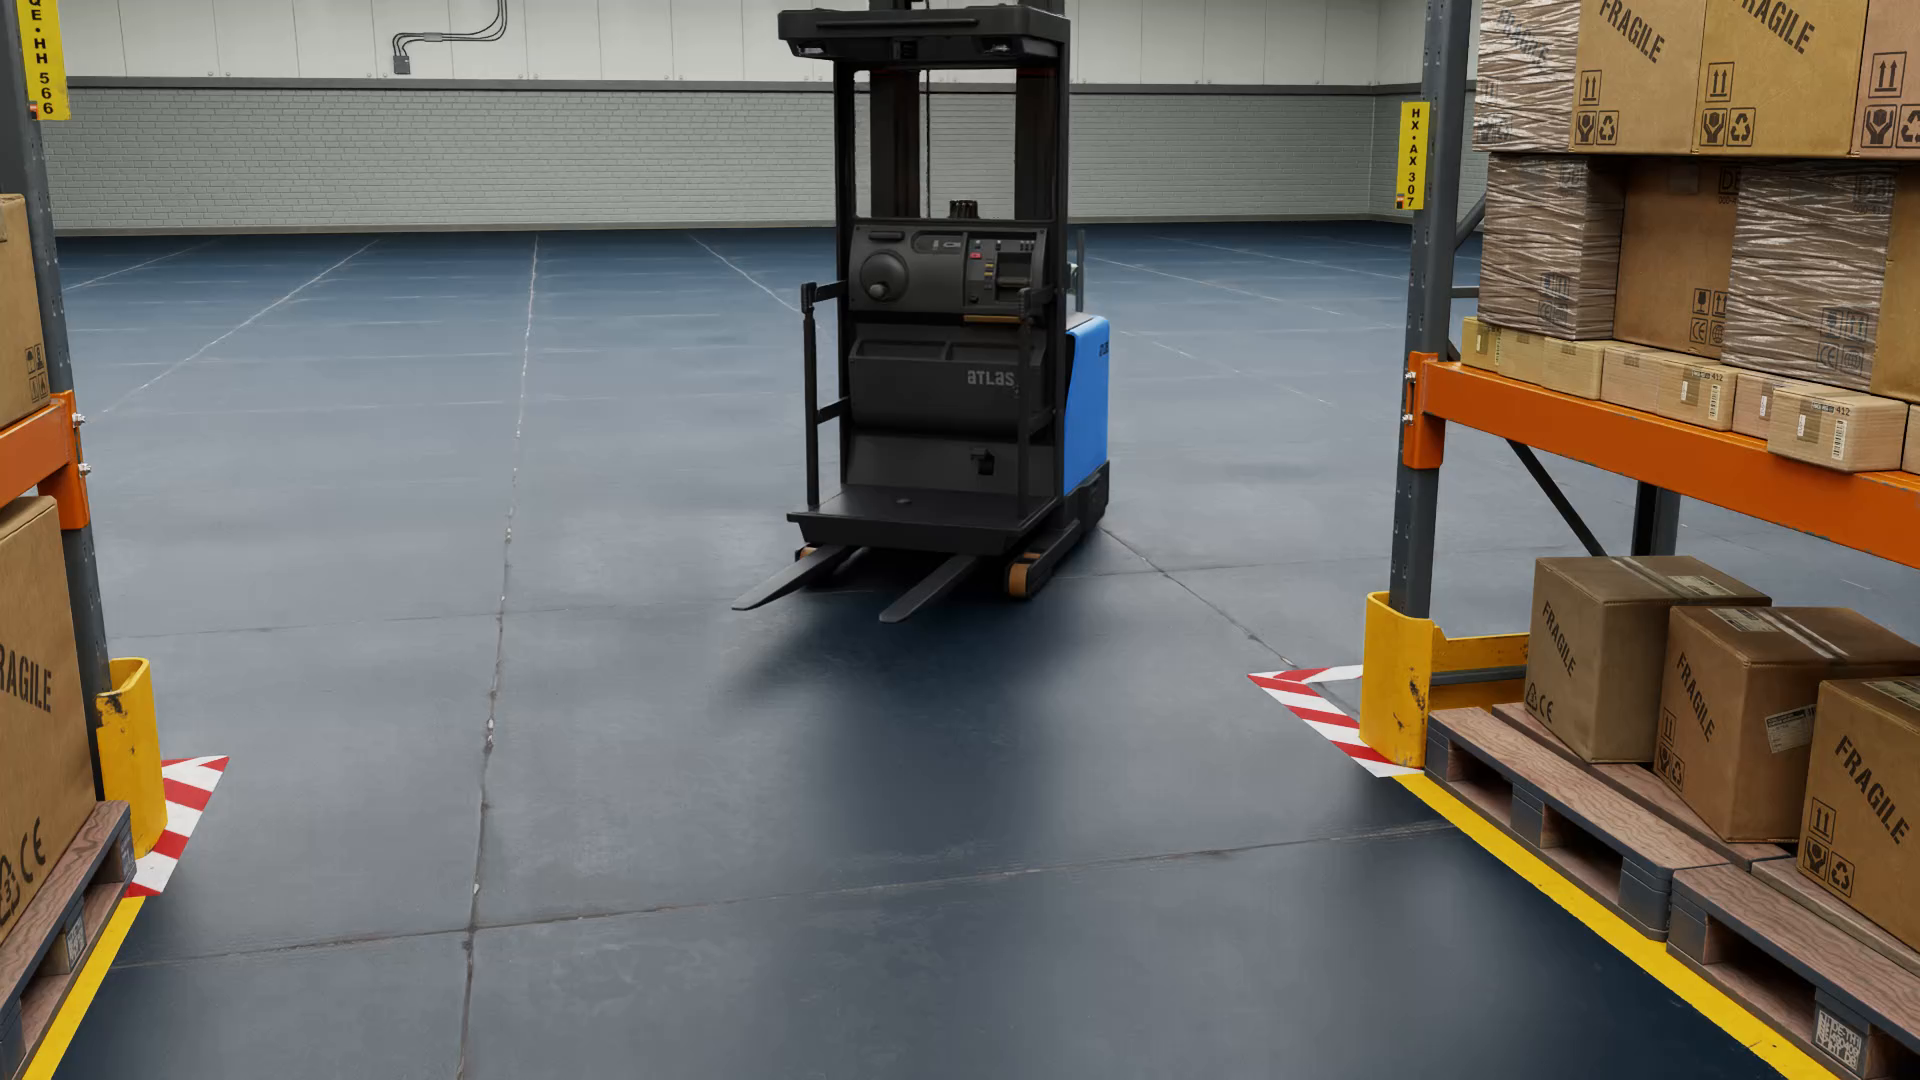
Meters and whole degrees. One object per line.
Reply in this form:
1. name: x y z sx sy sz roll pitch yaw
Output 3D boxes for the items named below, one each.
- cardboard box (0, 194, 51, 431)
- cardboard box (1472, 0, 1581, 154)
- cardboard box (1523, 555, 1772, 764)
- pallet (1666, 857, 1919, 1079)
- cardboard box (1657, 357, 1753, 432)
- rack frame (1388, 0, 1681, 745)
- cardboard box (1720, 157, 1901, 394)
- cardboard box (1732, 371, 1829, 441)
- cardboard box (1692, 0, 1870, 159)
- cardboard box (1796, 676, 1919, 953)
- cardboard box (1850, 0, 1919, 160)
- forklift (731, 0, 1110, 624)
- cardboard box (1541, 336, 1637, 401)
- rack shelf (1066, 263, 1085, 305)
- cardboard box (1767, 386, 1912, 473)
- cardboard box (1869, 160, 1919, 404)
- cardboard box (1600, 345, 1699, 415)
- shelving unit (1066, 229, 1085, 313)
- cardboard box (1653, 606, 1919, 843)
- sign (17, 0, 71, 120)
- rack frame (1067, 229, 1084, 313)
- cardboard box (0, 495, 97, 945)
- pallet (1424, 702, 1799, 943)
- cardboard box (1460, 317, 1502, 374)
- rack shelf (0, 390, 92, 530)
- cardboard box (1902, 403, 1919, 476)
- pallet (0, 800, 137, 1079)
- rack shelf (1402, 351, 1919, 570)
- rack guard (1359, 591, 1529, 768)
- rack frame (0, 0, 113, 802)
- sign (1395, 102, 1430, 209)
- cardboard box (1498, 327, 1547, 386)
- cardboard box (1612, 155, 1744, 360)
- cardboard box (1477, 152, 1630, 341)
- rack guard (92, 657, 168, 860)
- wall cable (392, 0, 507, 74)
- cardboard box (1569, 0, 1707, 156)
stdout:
1. cardboard box: -2.776 -0.540 4.002 0.875 0.550 0.550 -3 14 -13
2. cardboard box: 1.802 -1.340 4.649 0.500 0.500 0.500 -3 14 -13
3. cardboard box: 2.068 0.352 5.049 0.500 0.500 0.500 -1 14 -3
4. pallet: 2.395 1.039 3.730 1.003 0.211 1.213 -3 14 -13
5. cardboard box: 1.987 -0.371 4.153 0.380 0.149 0.250 -3 14 -13
6. rack frame: 1.937 -0.804 5.396 1.000 3.000 0.127 -3 14 -13
7. cardboard box: 2.349 -0.642 3.897 0.875 0.500 0.500 -3 14 -13
8. cardboard box: 2.073 -0.315 3.924 0.380 0.149 0.250 -3 14 -13
9. cardboard box: 2.031 -1.109 3.703 0.500 0.500 0.500 -3 14 -13
10. cardboard box: 2.370 0.633 3.897 0.500 0.500 0.500 -2 14 -8
11. cardboard box: 2.154 -0.994 3.232 0.500 0.500 0.500 -3 14 -13
12. forklift: -0.120 -1.265 7.427 1.130 2.935 3.031 4 14 17
13. cardboard box: 1.857 -0.485 4.622 0.380 0.149 0.250 -3 14 -13
14. rack shelf: 0.411 -1.401 9.355 0.431 0.370 0.720 -2 14 -9
15. cardboard box: 2.031 -0.251 3.664 0.380 0.149 0.250 -3 14 -13
16. cardboard box: 2.455 -0.526 3.422 0.875 0.500 0.500 -3 14 -13
17. cardboard box: 1.936 -0.429 4.391 0.380 0.149 0.250 -3 14 -13
18. shelving unit: 0.410 -1.022 9.448 0.431 1.500 0.755 -2 14 -9
19. cardboard box: 2.241 0.488 4.493 0.500 0.500 0.500 0 14 2
20. sign: -2.377 -1.255 4.305 0.100 0.325 0.005 -3 14 -13
21. rack frame: 0.470 -0.936 9.097 0.400 1.500 0.023 -2 14 -9
22. cardboard box: -2.684 0.430 3.937 0.875 0.875 0.875 -3 14 -13
23. pallet: 2.112 0.758 4.880 1.003 0.211 1.213 -3 14 -13
24. cardboard box: 1.773 -0.603 5.102 0.380 0.149 0.250 -3 14 -13
25. rack shelf: -2.438 0.260 2.557 1.077 0.370 4.000 -3 14 -13
26. cardboard box: 2.218 -0.201 3.458 0.380 0.149 0.250 -3 14 -13
27. pallet: -2.644 0.984 3.954 1.003 0.211 1.213 -3 14 -13
28. rack shelf: 2.407 0.007 3.593 1.077 0.370 4.000 -3 14 -13
29. rack guard: 1.955 0.428 5.621 1.175 0.500 0.348 -3 14 -13
30. rack frame: -2.908 -0.550 4.360 1.000 3.000 0.127 -3 14 -13
31. sign: 1.410 -1.194 5.169 0.100 0.325 0.005 -3 14 -13
32. cardboard box: 1.813 -0.544 4.862 0.380 0.149 0.250 -3 14 -13
33. cardboard box: 2.274 -0.760 4.378 0.875 0.500 0.500 -3 14 -13
34. cardboard box: 2.040 -0.868 4.823 0.875 0.500 0.500 -3 14 -13
35. rack guard: -2.913 0.658 4.679 1.175 0.500 0.348 -3 14 -13
36. wall cable: -10.453 -12.529 33.583 2.305 6.003 0.169 -3 14 -13
37. cardboard box: 1.912 -1.225 4.175 0.500 0.500 0.500 -3 14 -13
